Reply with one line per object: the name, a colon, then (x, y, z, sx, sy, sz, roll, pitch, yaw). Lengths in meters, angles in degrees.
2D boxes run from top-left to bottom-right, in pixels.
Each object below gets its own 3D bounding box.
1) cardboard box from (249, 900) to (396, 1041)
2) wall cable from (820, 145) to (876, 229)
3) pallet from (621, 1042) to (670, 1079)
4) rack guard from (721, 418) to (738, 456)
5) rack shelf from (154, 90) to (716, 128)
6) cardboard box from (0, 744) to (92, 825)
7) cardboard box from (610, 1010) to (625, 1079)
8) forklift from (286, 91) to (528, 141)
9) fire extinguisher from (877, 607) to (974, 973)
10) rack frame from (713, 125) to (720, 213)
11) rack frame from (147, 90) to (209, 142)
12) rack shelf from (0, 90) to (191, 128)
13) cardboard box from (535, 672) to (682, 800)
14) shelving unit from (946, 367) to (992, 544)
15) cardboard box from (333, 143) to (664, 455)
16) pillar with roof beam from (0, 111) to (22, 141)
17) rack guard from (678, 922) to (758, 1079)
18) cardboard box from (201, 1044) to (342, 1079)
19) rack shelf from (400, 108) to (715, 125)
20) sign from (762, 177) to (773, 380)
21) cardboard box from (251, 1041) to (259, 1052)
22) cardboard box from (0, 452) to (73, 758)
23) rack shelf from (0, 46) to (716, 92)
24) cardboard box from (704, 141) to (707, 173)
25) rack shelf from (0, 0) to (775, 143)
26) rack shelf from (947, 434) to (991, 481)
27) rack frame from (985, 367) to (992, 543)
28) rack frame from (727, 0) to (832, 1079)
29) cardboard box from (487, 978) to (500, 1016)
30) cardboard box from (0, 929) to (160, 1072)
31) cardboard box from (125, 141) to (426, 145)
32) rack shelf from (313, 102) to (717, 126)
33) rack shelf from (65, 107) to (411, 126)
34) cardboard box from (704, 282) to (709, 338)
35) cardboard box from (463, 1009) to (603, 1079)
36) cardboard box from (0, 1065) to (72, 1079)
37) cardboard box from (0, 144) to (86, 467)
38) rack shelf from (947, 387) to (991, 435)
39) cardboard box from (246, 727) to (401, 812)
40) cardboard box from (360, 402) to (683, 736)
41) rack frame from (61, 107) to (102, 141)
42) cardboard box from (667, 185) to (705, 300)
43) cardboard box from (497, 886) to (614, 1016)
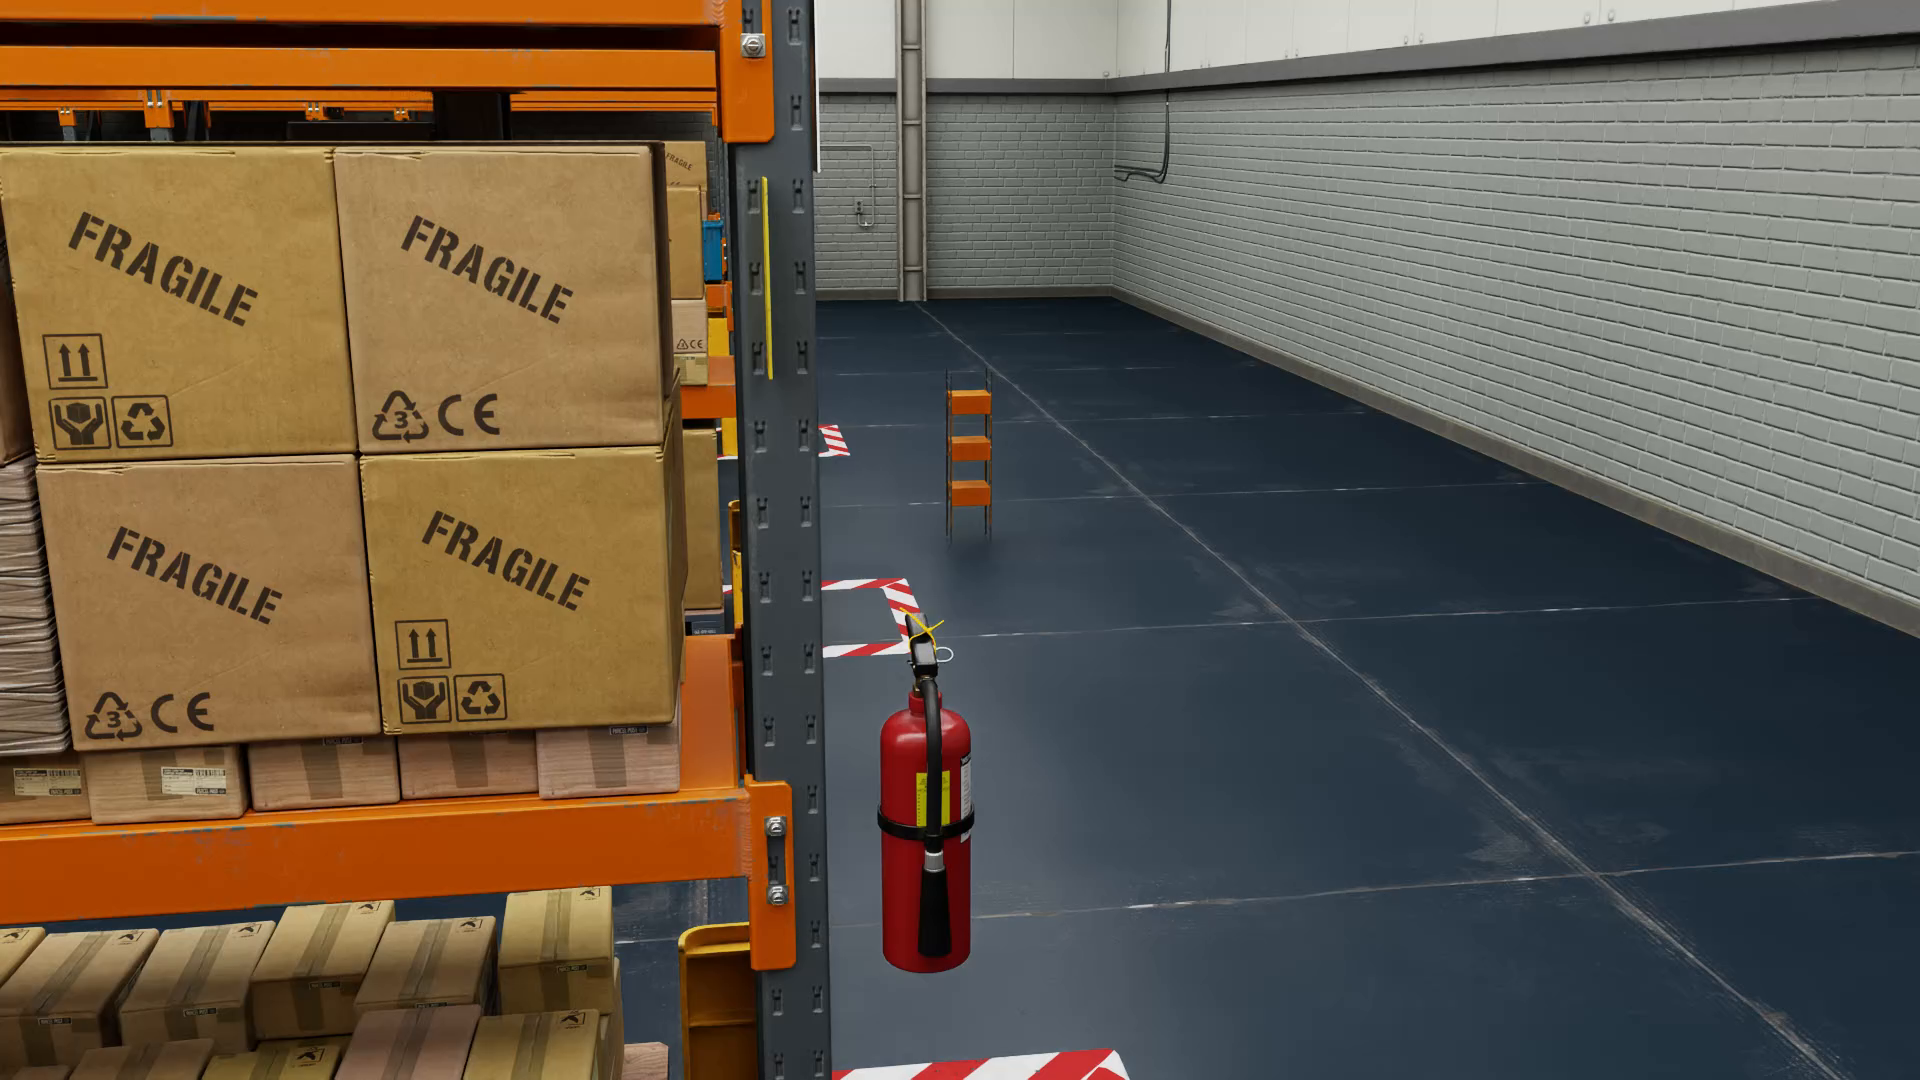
cardboard box: (-1.473, 0.993, 3.870, 0.250, 0.149, 0.380, -2, 14, -8)
wall cable: (-2.109, -5.390, 23.459, 1.851, 1.984, 0.084, -2, 14, -8)
pallet: (-1.266, 1.524, 3.710, 1.213, 0.211, 1.003, -2, 14, -8)
rack guard: (-1.737, -1.032, 13.308, 0.348, 0.500, 1.175, -2, 14, -8)
rack shelf: (-3.736, -3.274, 12.422, 4.000, 0.370, 1.077, -2, 14, -8)
cardboard box: (-1.673, 0.380, 3.058, 0.250, 0.149, 0.380, -3, 14, -11)
cardboard box: (-0.948, 1.269, 3.993, 0.250, 0.149, 0.380, -2, 14, -7)
forklift: (-3.431, -1.496, 10.161, 3.031, 2.935, 1.130, -3, 14, -10)
fire extinguisher: (-0.064, 0.468, 3.114, 0.183, 0.674, 0.296, -2, 14, -8)
rack frame: (-3.235, -4.623, 22.490, 0.127, 3.000, 1.000, -2, 14, -8)
rack frame: (-5.714, -2.095, 12.410, 0.127, 3.000, 1.000, -2, 14, -8)
rack shelf: (-7.692, -3.129, 11.844, 4.000, 0.370, 1.077, -2, 14, -8)
cardboard box: (-0.662, 0.350, 3.178, 0.250, 0.149, 0.380, -2, 14, -8)
shelving unit: (0.053, -0.511, 10.102, 0.252, 1.050, 0.215, -2, 14, -8)
cardboard box: (-0.797, -0.453, 2.991, 0.500, 0.500, 0.500, -2, 14, -9)
pillar with roof beam: (-11.918, -6.369, 17.117, 0.400, 9.000, 9.100, -2, 14, -8)
rack guard: (-0.457, 1.363, 3.759, 0.348, 0.500, 1.175, -2, 14, -8)
cardboard box: (-1.362, 1.154, 3.229, 0.250, 0.149, 0.380, -2, 14, -10)
rack shelf: (-5.212, -5.657, 21.924, 4.000, 0.370, 1.077, -2, 14, -8)
sign: (-0.319, -0.433, 2.751, 0.005, 0.325, 0.100, -2, 14, -8)
cardboard box: (-1.716, 1.150, 3.857, 0.250, 0.149, 0.380, -2, 14, -7)
cardboard box: (-1.798, 0.071, 2.954, 0.500, 0.500, 0.500, -2, 14, -8)
rack shelf: (-2.998, -2.082, 7.671, 4.000, 0.370, 1.077, -2, 14, -8)
cardboard box: (-2.971, -4.013, 17.795, 0.500, 0.500, 0.500, -2, 14, -7)
rack shelf: (-2.359, -0.886, 2.899, 4.000, 0.370, 1.077, -2, 14, -8)
rack shelf: (0.053, -0.501, 10.104, 0.240, 0.259, 0.215, -2, 14, -8)
rack frame: (0.174, -0.516, 10.119, 0.008, 1.050, 0.200, -2, 14, -8)
rack frame: (-0.382, 0.147, 3.469, 0.053, 2.616, 0.949, -2, 14, -8)
cardboard box: (-1.217, 1.136, 3.910, 0.250, 0.149, 0.380, -2, 14, -9)
cardboard box: (-1.982, 1.030, 3.724, 0.250, 0.149, 0.380, -2, 14, -6)
cardboard box: (-1.363, -0.558, 3.406, 0.500, 0.500, 0.500, -2, 14, -7)
rack shelf: (-4.471, -4.465, 17.173, 4.000, 0.370, 1.077, -2, 14, -8)
rack shelf: (-9.168, -5.512, 21.346, 4.000, 0.370, 1.077, -2, 14, -8)
cardboard box: (-1.536, -1.168, 8.409, 0.500, 0.250, 0.500, -2, 14, -10)
cardboard box: (-0.868, 1.119, 3.369, 0.250, 0.149, 0.380, -2, 14, -8)
cardboard box: (-1.885, 1.171, 3.160, 0.250, 0.149, 0.380, -2, 14, -6)
cardboard box: (-1.811, -0.414, 2.834, 0.500, 0.500, 0.500, -1, 14, -5)
rack shelf: (0.053, -0.776, 10.035, 0.240, 0.259, 0.215, -2, 14, -8)
cardboard box: (-1.159, 0.362, 3.127, 0.250, 0.149, 0.380, -2, 14, -9)
cardboard box: (-0.788, 0.033, 3.105, 0.500, 0.500, 0.500, -2, 14, -7)
rack frame: (-11.145, -4.333, 21.334, 0.127, 3.000, 1.000, -2, 14, -8)
cardboard box: (-1.463, -1.403, 7.806, 0.500, 0.500, 0.500, -2, 14, -8)
cardboard box: (-0.951, 0.976, 3.939, 0.250, 0.149, 0.380, -3, 14, -11)
